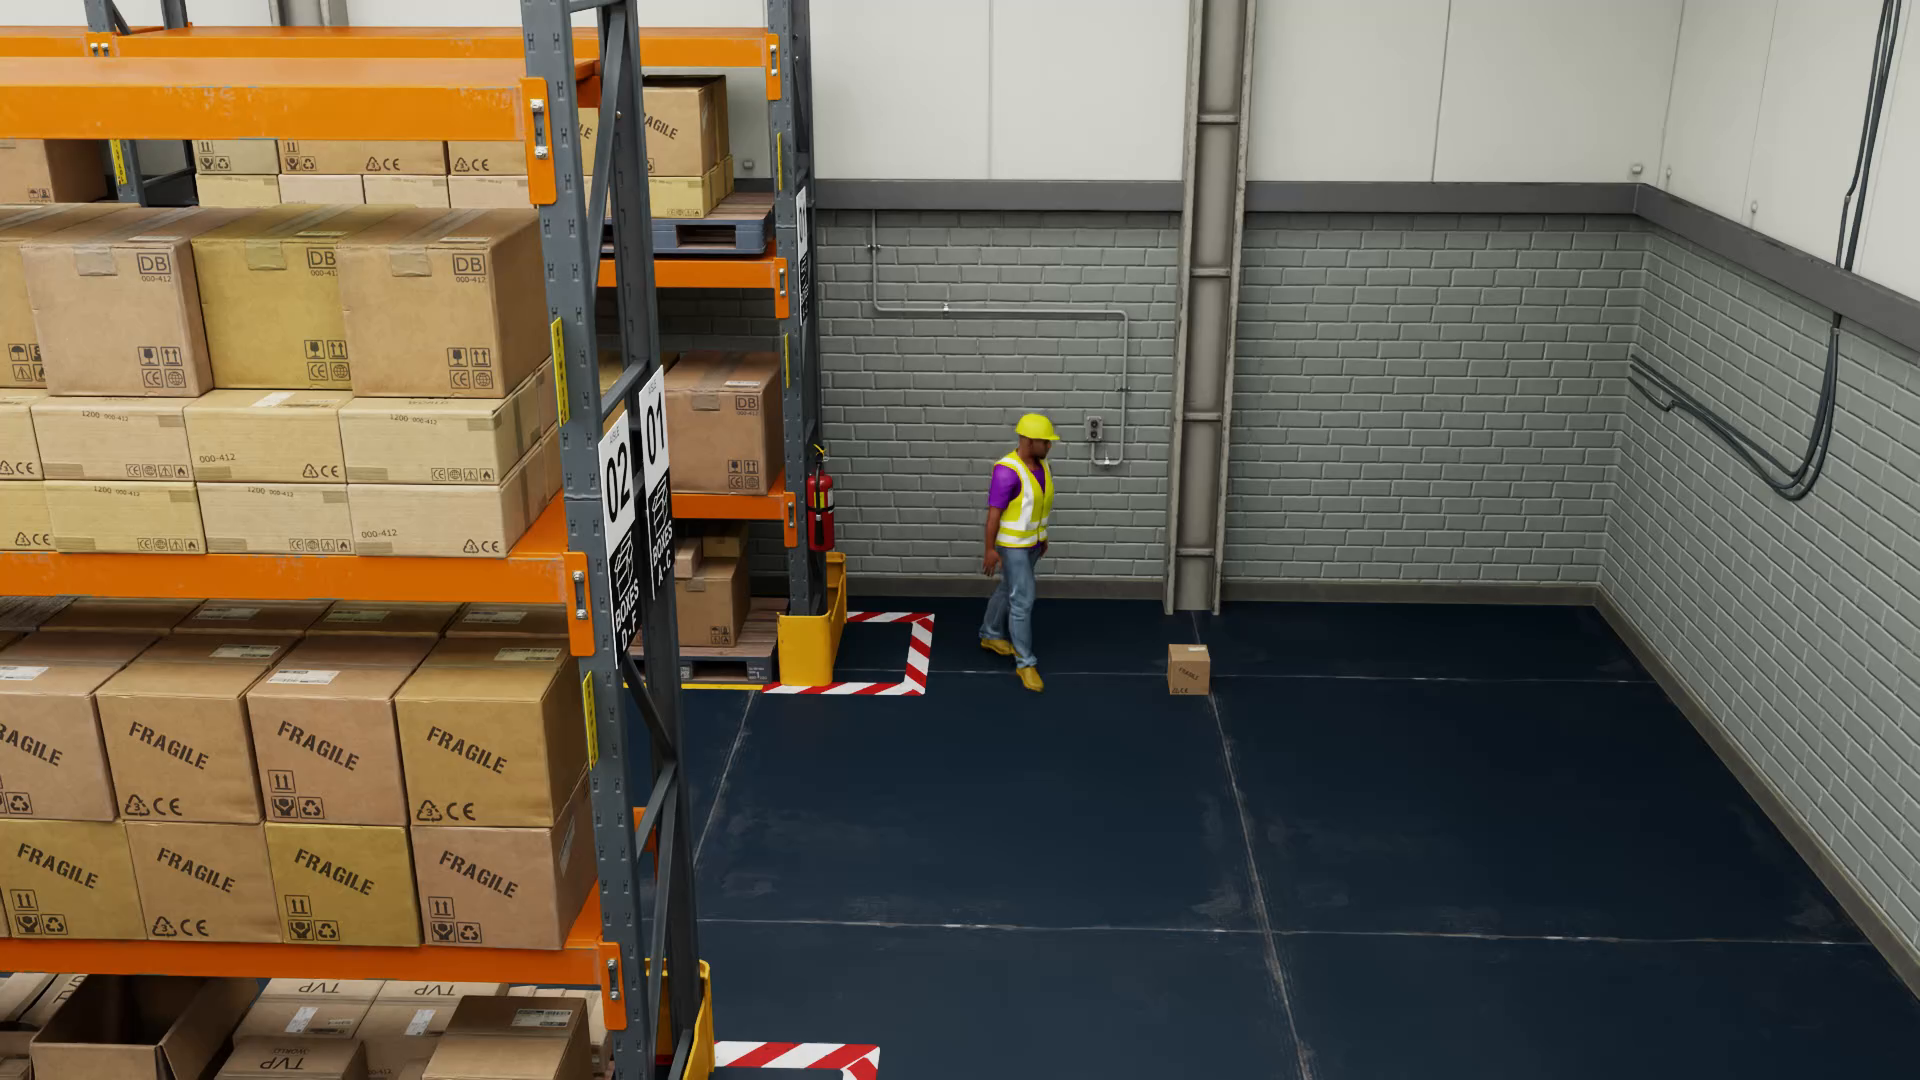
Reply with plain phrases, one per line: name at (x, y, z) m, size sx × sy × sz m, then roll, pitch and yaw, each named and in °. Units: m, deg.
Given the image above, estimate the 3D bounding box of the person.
person at (0.403, 0.017, 11.009) m, size 0.714 × 1.775 × 0.644 m, roll 13°, pitch 24°, yaw 31°
